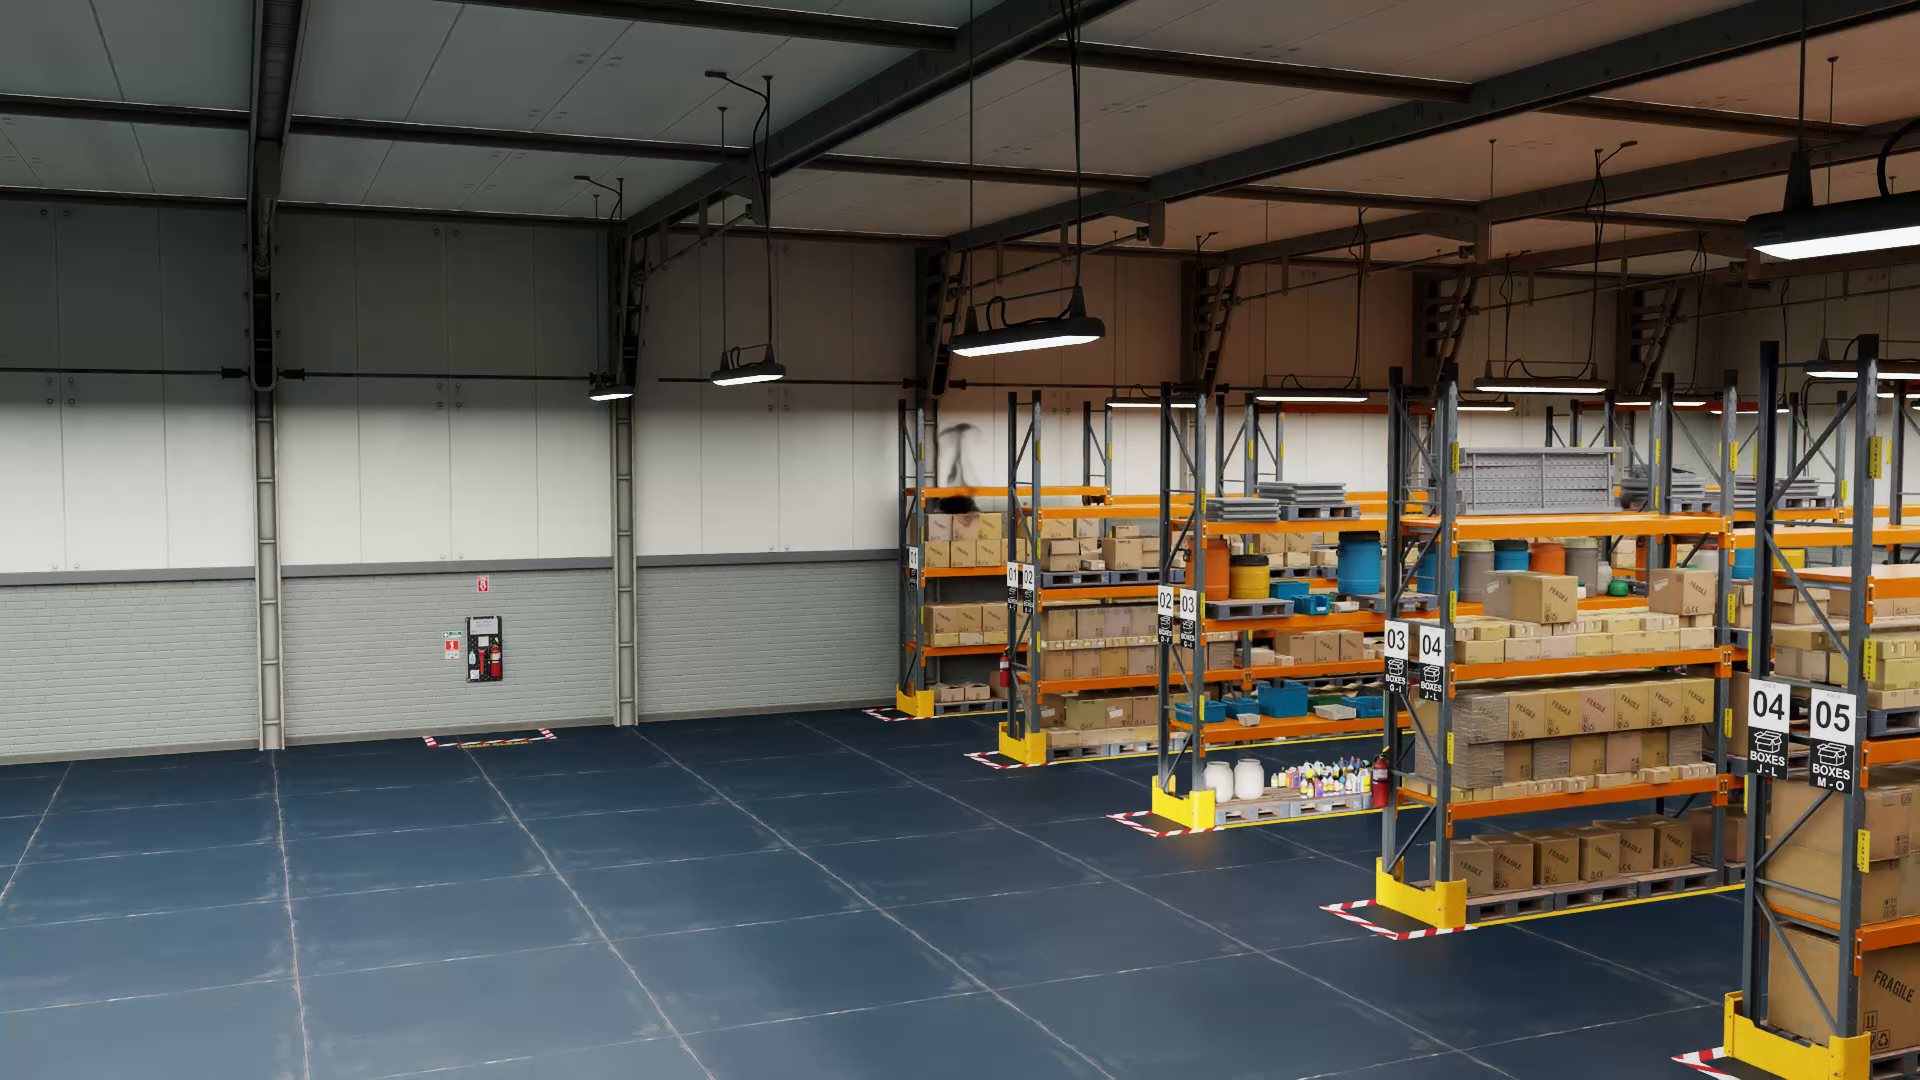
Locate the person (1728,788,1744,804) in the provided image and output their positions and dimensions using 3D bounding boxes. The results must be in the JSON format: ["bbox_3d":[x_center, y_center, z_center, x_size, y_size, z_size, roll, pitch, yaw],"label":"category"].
[{"bbox_3d":[11.232,2.919,24.000,0.923,1.656,0.605,-3,4,-37],"label":"person"}]
